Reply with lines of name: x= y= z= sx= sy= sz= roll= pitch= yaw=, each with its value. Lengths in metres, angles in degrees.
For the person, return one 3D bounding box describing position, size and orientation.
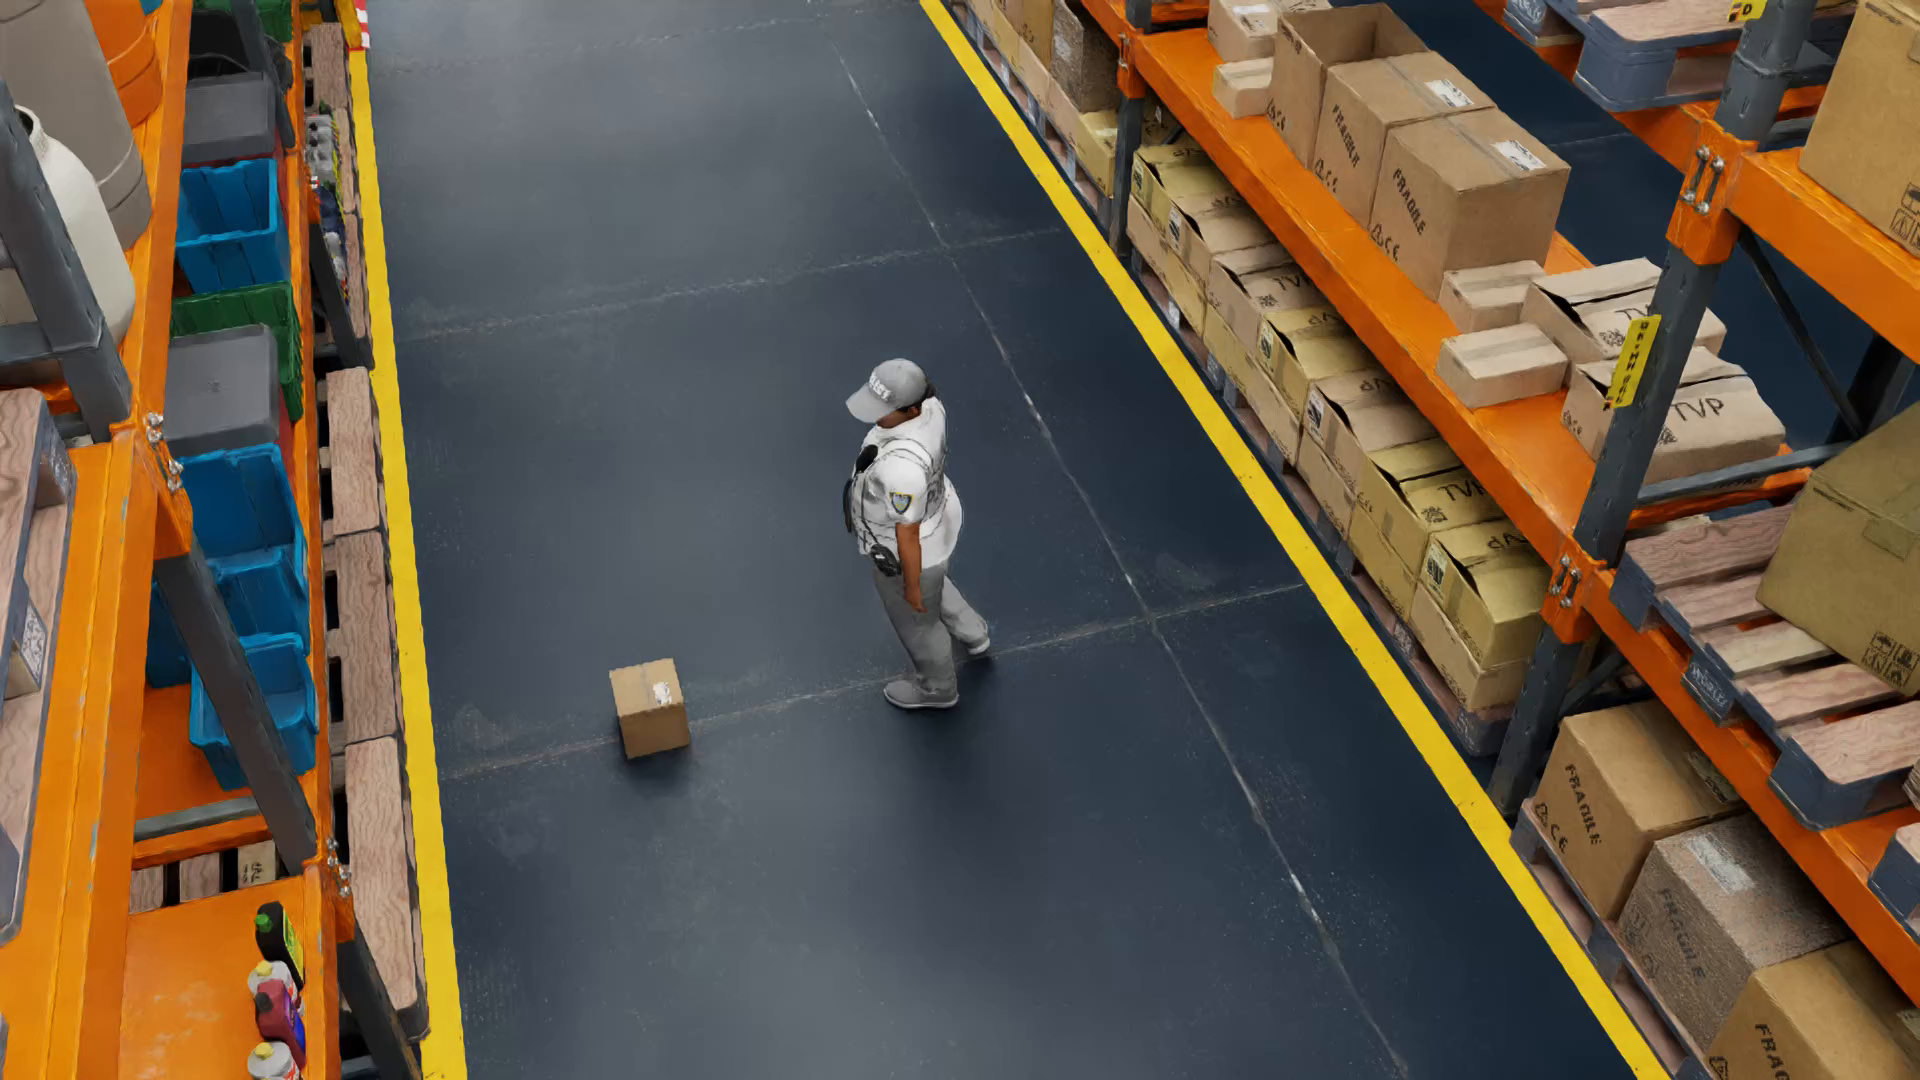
person: x=-0.132 y=-0.042 z=6.183 sx=0.470 sy=1.656 sz=0.666 roll=8 pitch=43 yaw=9
